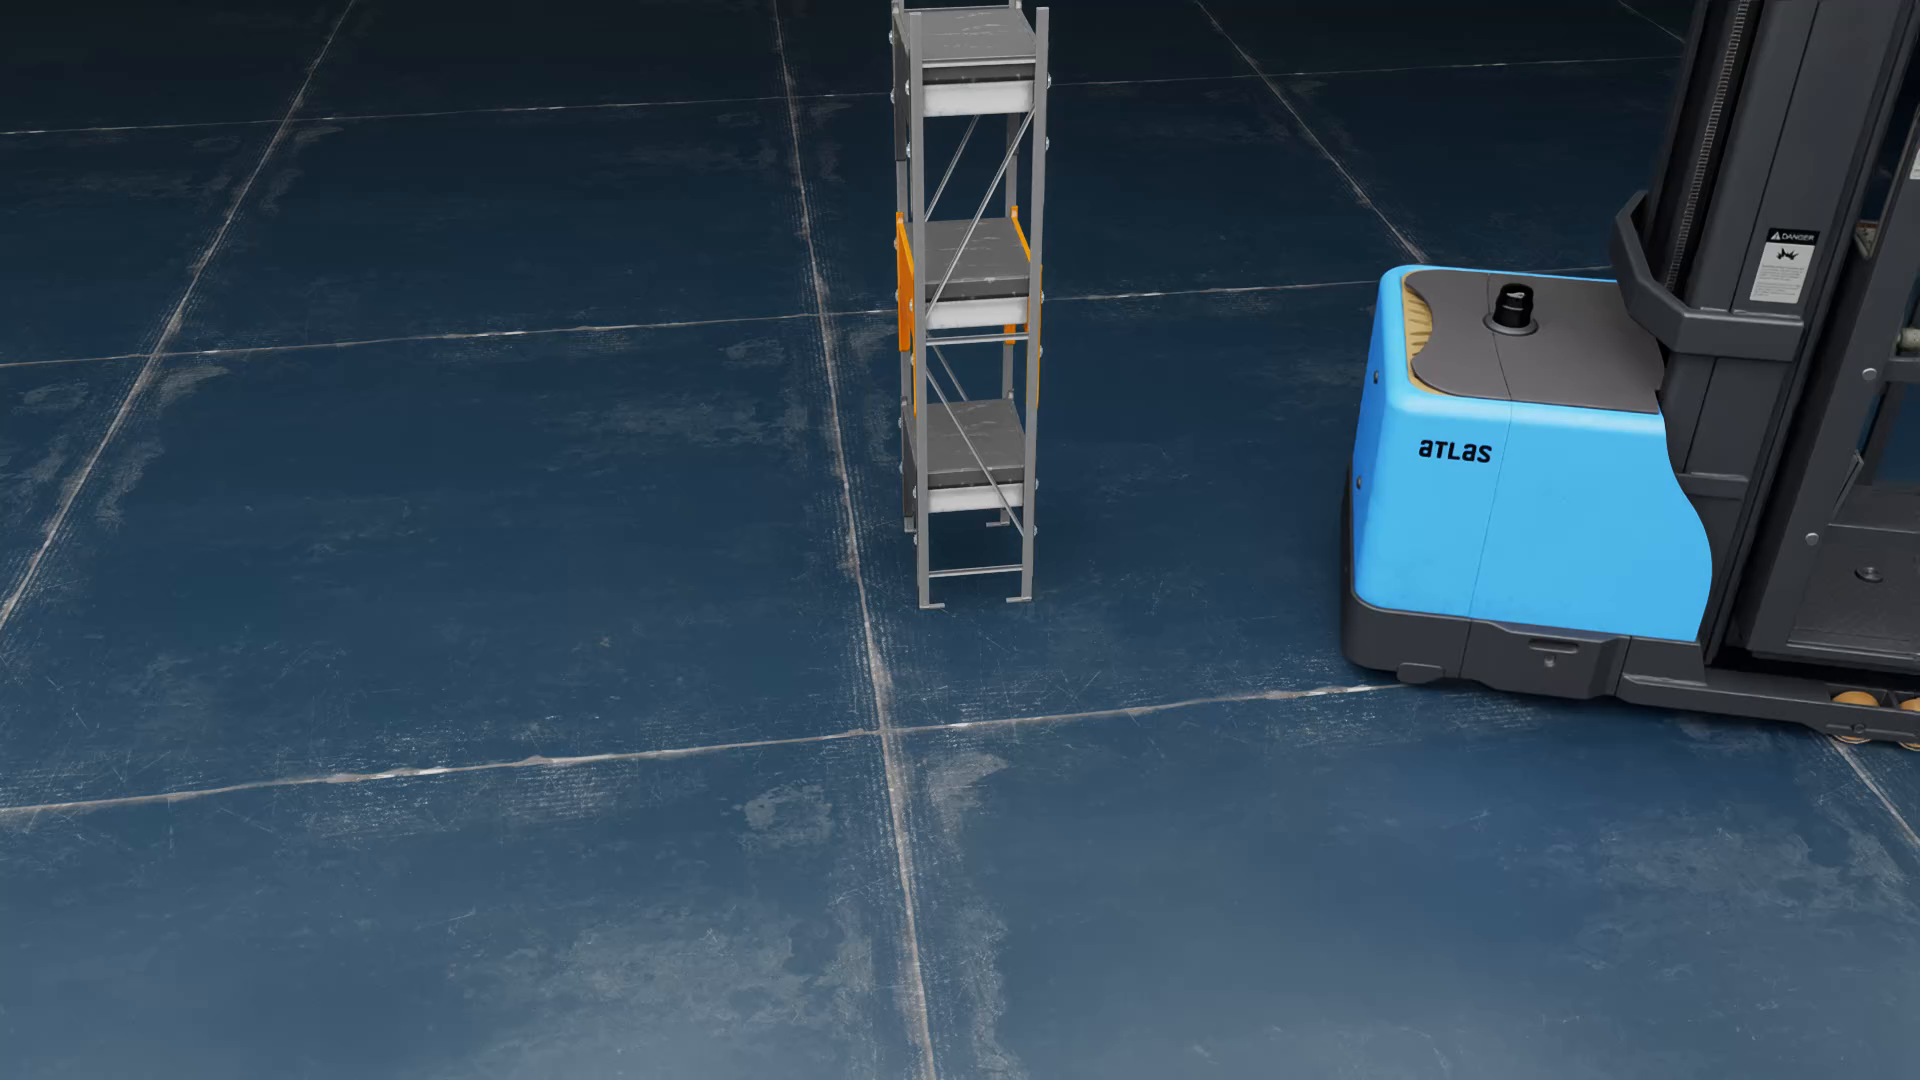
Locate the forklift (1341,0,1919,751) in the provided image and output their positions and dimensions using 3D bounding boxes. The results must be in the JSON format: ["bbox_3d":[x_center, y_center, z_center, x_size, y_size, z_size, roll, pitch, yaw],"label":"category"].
[{"bbox_3d":[2.850,-0.869,4.923,3.031,2.935,1.130,6,35,9],"label":"forklift"}]

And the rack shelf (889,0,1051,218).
[{"bbox_3d":[0.022,-1.342,5.137,0.431,0.518,0.480,-4,35,-6],"label":"rack shelf"}]

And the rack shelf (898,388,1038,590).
[{"bbox_3d":[0.022,-0.186,5.925,0.431,0.518,0.480,-4,35,-6],"label":"rack shelf"}]

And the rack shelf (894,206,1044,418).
[{"bbox_3d":[0.022,-0.764,5.531,0.431,0.518,0.480,-4,35,-6],"label":"rack shelf"}]

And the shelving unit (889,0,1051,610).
[{"bbox_3d":[0.022,-0.775,5.523,0.431,2.100,0.503,-4,35,-6],"label":"shelving unit"}]

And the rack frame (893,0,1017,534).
[{"bbox_3d":[-0.011,-0.911,5.723,0.400,2.100,0.015,-4,35,-6],"label":"rack frame"}]

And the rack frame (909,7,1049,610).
[{"bbox_3d":[0.055,-0.639,5.323,0.400,2.100,0.015,-4,35,-6],"label":"rack frame"}]
